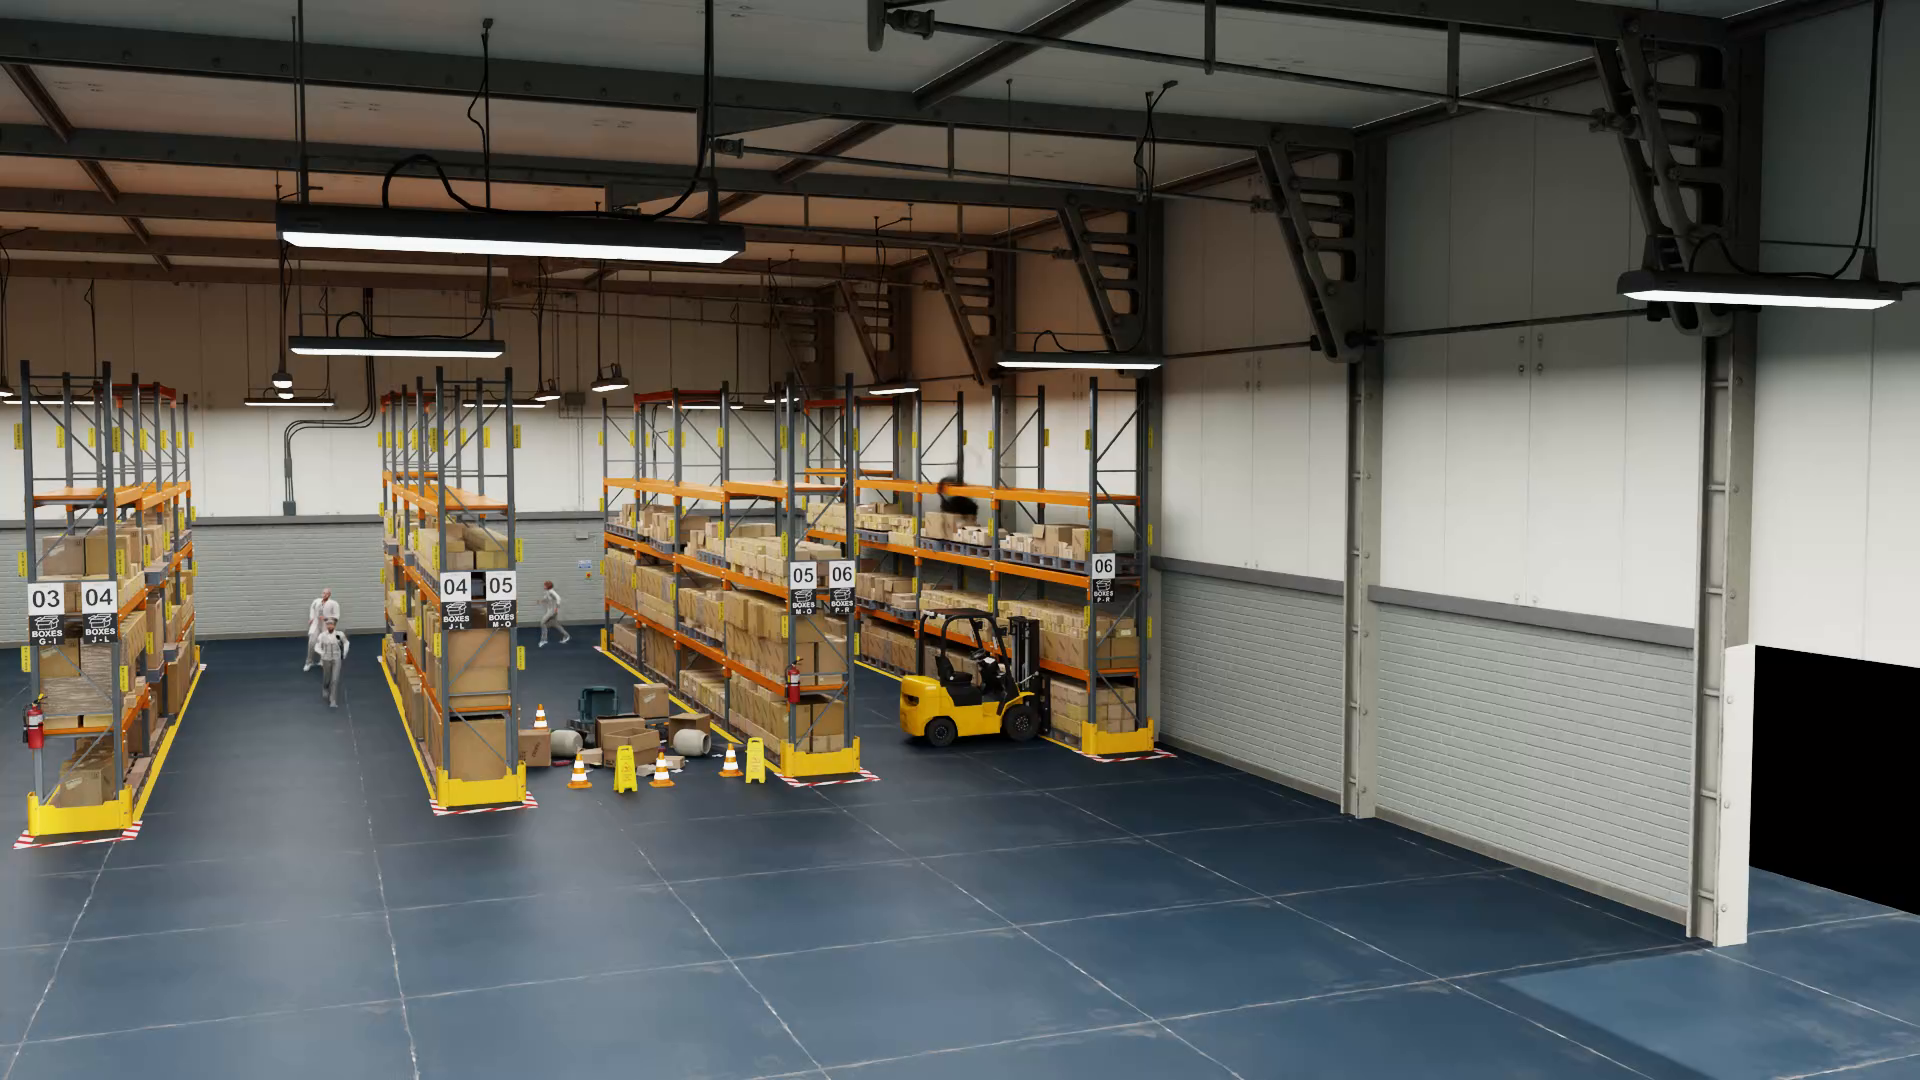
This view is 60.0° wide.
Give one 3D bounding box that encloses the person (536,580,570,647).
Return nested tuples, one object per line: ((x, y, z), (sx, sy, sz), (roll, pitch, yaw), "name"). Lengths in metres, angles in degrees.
((-9.888, 1.786, 40.397), (0.794, 1.622, 0.559), (-1, 4, -16), "person")

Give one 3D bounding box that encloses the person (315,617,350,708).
((-11.855, 2.282, 31.427), (0.625, 1.701, 0.850), (-1, 4, -20), "person")

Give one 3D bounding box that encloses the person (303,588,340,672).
((-13.899, 1.939, 36.358), (0.717, 1.773, 0.943), (0, 3, -1), "person")
